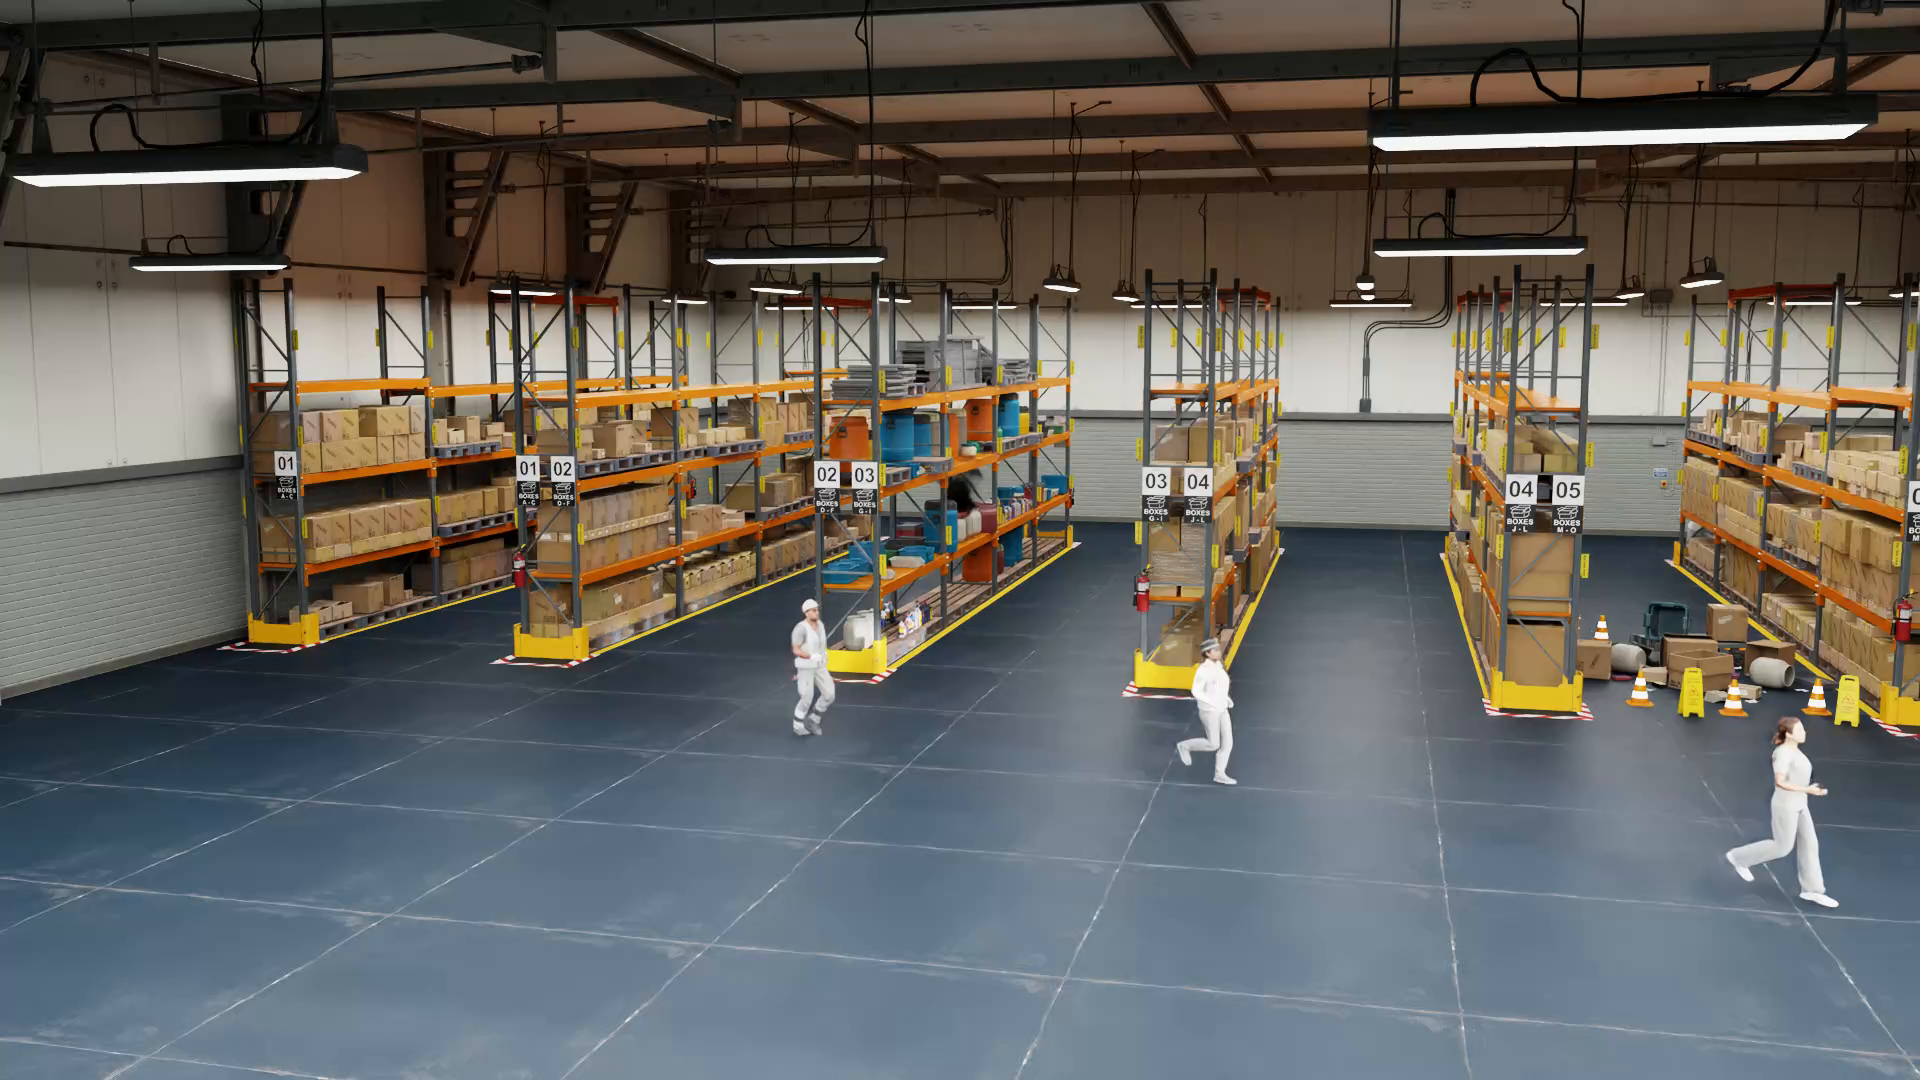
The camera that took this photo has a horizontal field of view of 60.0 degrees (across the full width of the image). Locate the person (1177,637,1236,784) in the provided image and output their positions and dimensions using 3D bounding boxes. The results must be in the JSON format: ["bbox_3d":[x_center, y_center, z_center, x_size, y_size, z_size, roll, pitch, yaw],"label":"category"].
[{"bbox_3d":[2.843,1.920,18.905,0.742,1.661,0.588,6,9,39],"label":"person"}]

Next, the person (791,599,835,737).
[{"bbox_3d":[-1.824,1.627,20.923,0.676,1.785,0.686,6,9,41],"label":"person"}]

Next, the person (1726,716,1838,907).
[{"bbox_3d":[7.401,2.393,14.893,0.934,1.664,0.568,6,9,41],"label":"person"}]

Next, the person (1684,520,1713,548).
[{"bbox_3d":[17.000,-0.480,38.325,0.762,1.714,1.039,-5,9,-37],"label":"person"}]
